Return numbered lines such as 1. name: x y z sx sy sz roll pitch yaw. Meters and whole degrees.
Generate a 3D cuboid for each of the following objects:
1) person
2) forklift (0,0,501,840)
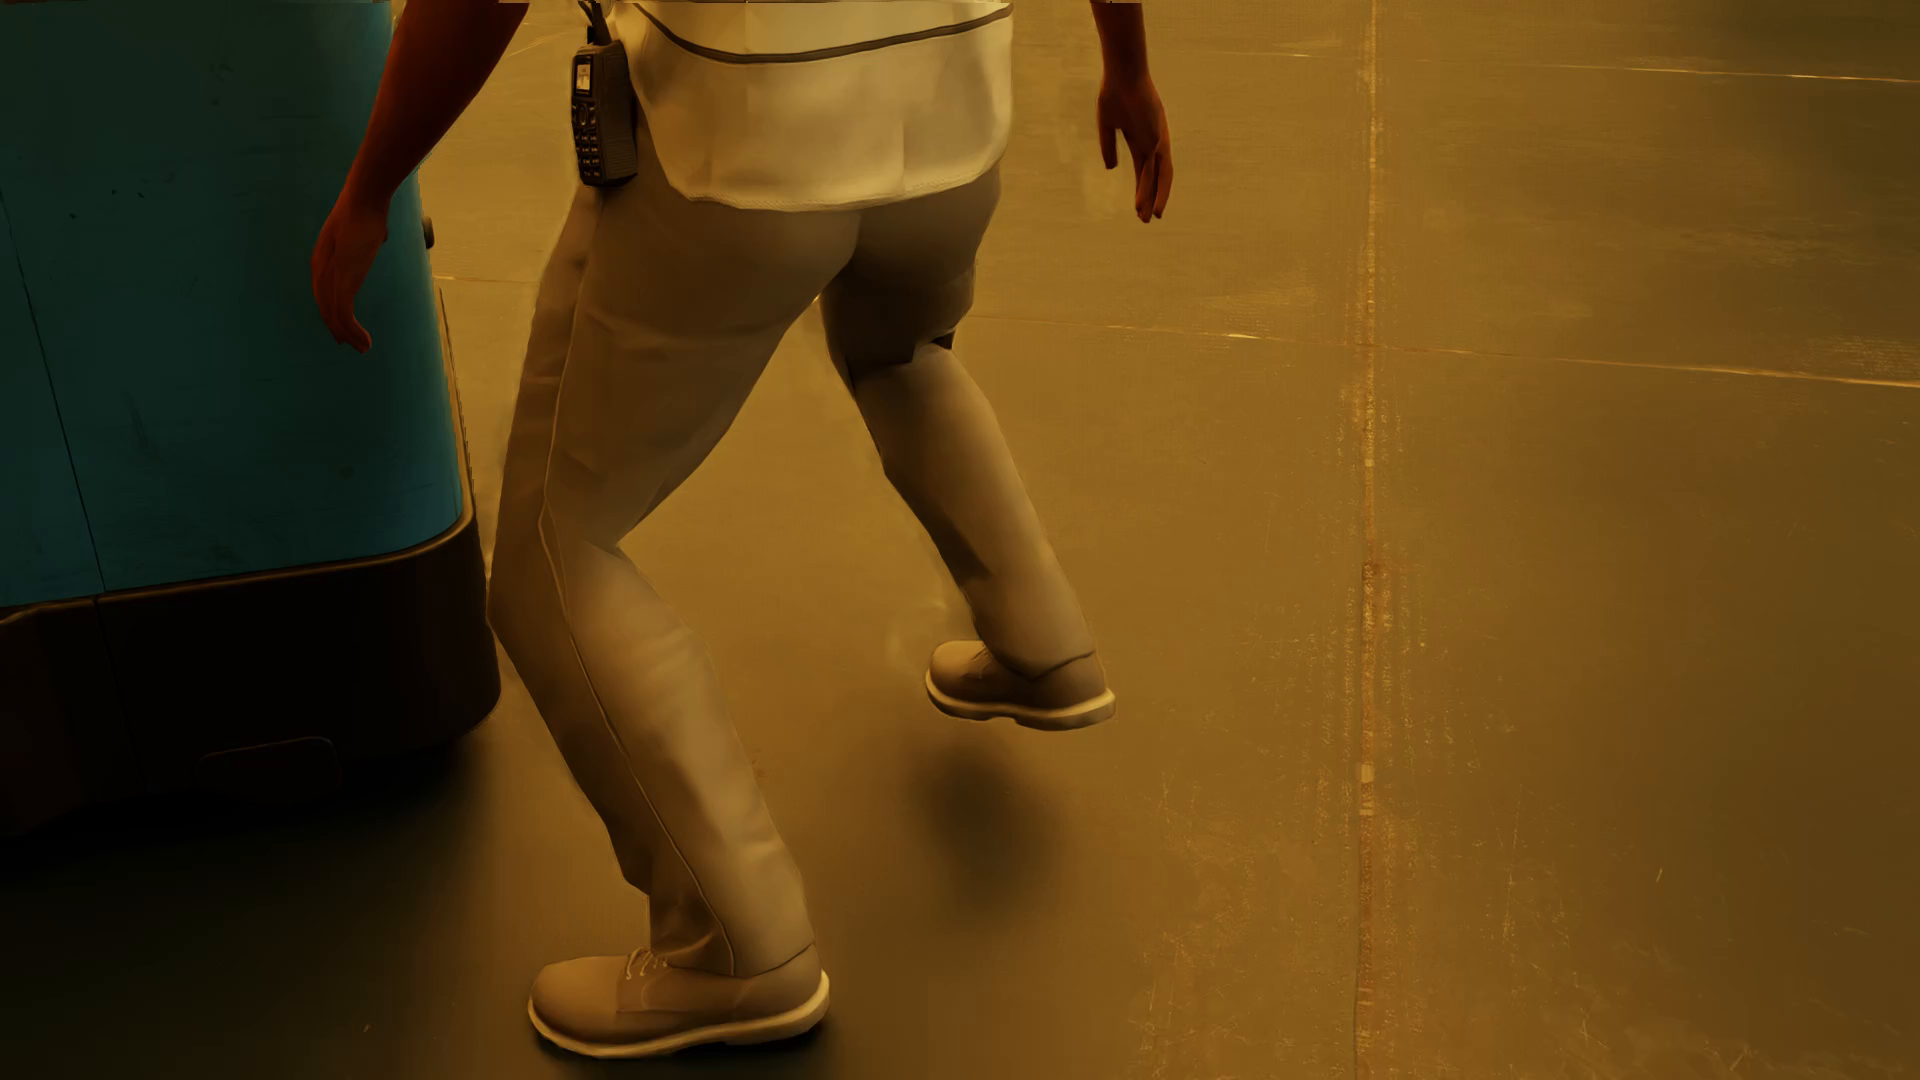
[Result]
1. person: -0.142 -0.363 1.513 0.817 1.570 0.540 -19 32 -32
2. forklift: -2.120 -1.034 1.295 3.031 2.935 1.130 -8 28 -16
